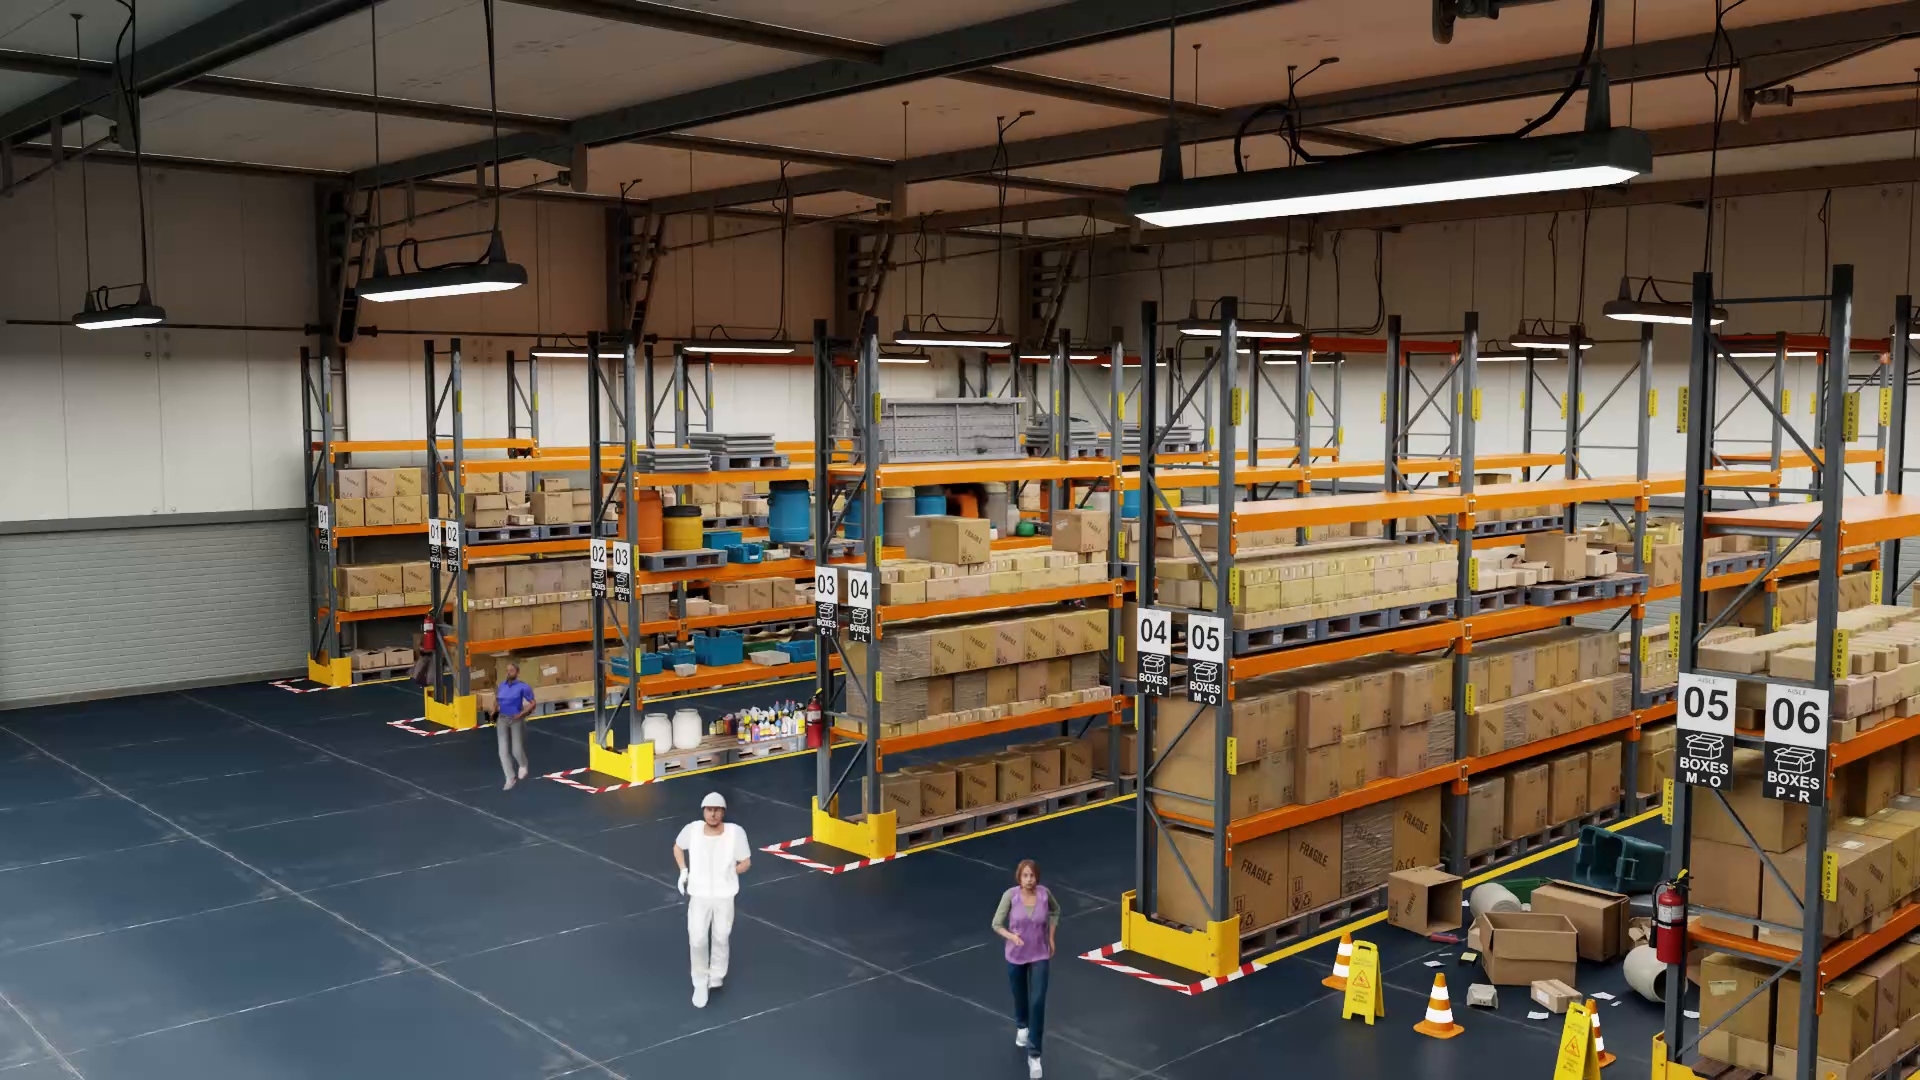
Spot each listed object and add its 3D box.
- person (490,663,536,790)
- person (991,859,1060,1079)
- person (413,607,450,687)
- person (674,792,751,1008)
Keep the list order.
[{"bbox_3d":[-5.907,2.452,22.004,0.601,1.648,0.656,0,5,3],"label":"person"},{"bbox_3d":[0.508,3.244,12.819,0.528,1.635,0.746,0,5,3],"label":"person"},{"bbox_3d":[-8.701,1.921,27.390,0.652,1.659,0.543,2,5,22],"label":"person"},{"bbox_3d":[-2.100,3.045,14.127,0.654,1.822,0.746,-1,5,-8],"label":"person"}]
